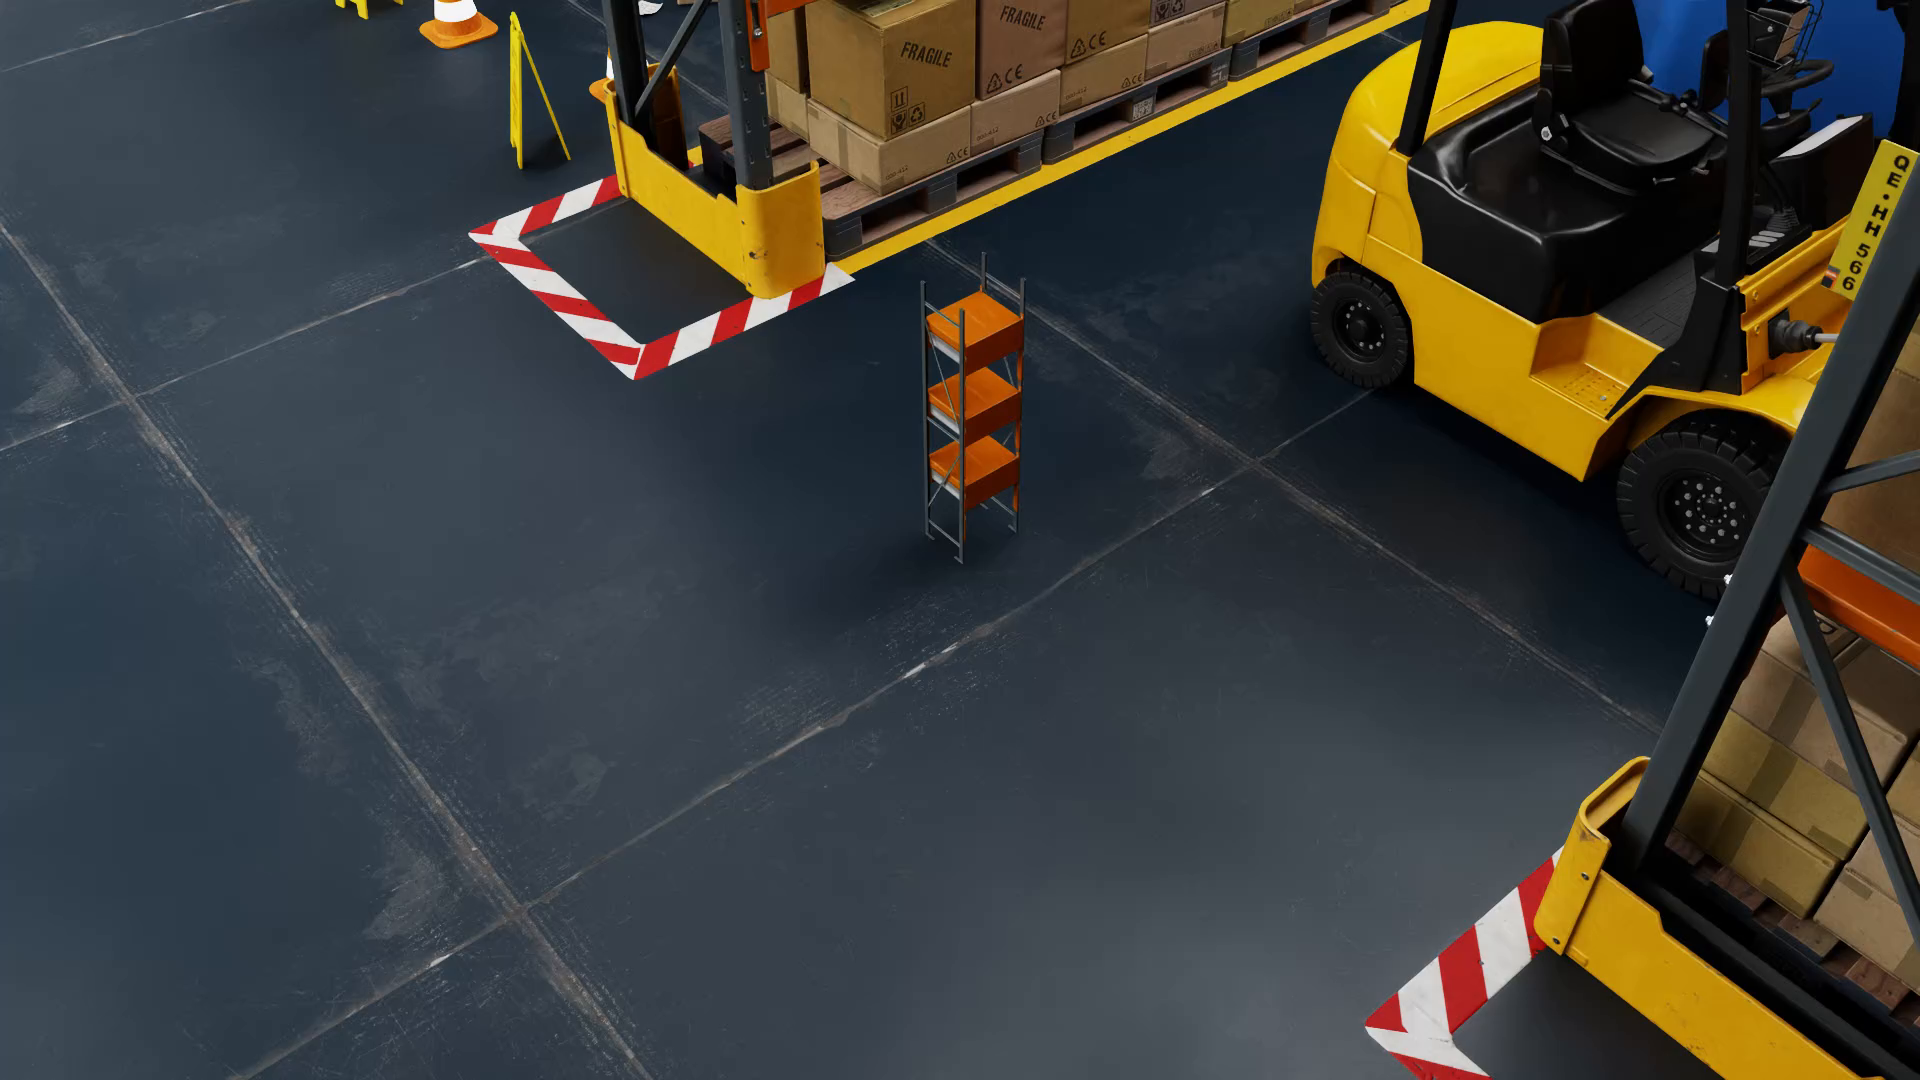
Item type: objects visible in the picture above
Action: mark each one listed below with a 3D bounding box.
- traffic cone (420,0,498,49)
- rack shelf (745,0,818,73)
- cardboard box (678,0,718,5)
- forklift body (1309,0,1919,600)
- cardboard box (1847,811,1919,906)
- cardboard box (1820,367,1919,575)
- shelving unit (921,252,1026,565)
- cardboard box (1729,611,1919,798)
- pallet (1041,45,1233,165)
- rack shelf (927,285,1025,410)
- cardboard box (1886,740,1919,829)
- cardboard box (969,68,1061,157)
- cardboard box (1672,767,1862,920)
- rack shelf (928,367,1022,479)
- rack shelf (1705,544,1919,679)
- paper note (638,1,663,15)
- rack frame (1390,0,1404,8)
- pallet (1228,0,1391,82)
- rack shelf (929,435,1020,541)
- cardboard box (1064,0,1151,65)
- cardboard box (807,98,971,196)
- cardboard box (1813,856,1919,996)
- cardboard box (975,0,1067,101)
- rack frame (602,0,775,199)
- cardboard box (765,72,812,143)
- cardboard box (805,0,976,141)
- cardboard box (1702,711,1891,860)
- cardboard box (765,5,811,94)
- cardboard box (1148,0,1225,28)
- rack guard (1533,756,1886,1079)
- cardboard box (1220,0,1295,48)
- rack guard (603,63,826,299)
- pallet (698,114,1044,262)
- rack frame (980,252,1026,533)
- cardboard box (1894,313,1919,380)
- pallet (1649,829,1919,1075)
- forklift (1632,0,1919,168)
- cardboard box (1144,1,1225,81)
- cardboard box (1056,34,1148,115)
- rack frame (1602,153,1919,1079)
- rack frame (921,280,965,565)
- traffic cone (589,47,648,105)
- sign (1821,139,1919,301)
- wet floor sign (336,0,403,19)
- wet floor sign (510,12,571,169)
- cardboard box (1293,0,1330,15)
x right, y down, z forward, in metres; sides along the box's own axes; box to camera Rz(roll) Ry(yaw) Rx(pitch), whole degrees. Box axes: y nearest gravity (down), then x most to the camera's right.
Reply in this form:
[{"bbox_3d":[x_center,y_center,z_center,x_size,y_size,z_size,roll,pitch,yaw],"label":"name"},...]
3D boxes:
[{"bbox_3d":[-2.570,-2.783,8.375,0.334,0.463,0.336,-30,51,-28],"label":"traffic cone"},{"bbox_3d":[0.435,-3.024,7.304,4.000,0.370,1.077,-30,51,-28],"label":"rack shelf"},{"bbox_3d":[-1.390,-3.005,8.841,0.250,0.149,0.380,-7,44,-7],"label":"cardboard box"},{"bbox_3d":[2.372,-1.284,5.547,1.214,2.155,2.313,-30,51,-28],"label":"forklift body"},{"bbox_3d":[2.582,0.767,4.079,0.500,0.250,0.500,-29,50,-27],"label":"cardboard box"},{"bbox_3d":[2.297,-0.193,3.692,0.500,0.500,0.500,-31,51,-29],"label":"cardboard box"},{"bbox_3d":[0.041,-0.406,5.416,0.252,1.050,0.215,-30,51,-28],"label":"shelving unit"},{"bbox_3d":[2.241,0.316,4.194,0.500,0.250,0.500,-28,50,-27],"label":"cardboard box"},{"bbox_3d":[0.540,-2.296,8.041,1.213,0.211,1.003,-30,51,-28],"label":"pallet"},{"bbox_3d":[0.041,-0.605,5.229,0.240,0.259,0.215,-30,51,-28],"label":"rack shelf"},{"bbox_3d":[2.578,0.570,3.923,0.500,0.250,0.500,-31,51,-28],"label":"cardboard box"},{"bbox_3d":[0.093,-1.988,7.377,0.500,0.250,0.500,-28,50,-27],"label":"cardboard box"},{"bbox_3d":[2.246,0.674,4.543,0.500,0.250,0.500,-29,51,-28],"label":"cardboard box"},{"bbox_3d":[0.041,-0.399,5.423,0.240,0.259,0.215,-30,51,-28],"label":"rack shelf"},{"bbox_3d":[3.622,-0.419,4.531,4.000,0.370,1.077,-30,51,-28],"label":"rack shelf"},{"bbox_3d":[-1.651,-2.786,8.694,0.148,0.019,0.142,22,47,21],"label":"paper note"},{"bbox_3d":[1.969,-4.165,7.993,0.127,3.000,1.000,-30,51,-28],"label":"rack frame"},{"bbox_3d":[1.477,-2.835,8.614,1.213,0.211,1.003,-30,51,-28],"label":"pallet"},{"bbox_3d":[0.041,-0.196,5.613,0.240,0.259,0.215,-30,51,-28],"label":"rack shelf"},{"bbox_3d":[0.503,-2.500,7.375,0.500,0.500,0.500,-29,50,-27],"label":"cardboard box"},{"bbox_3d":[-0.303,-1.768,7.143,0.500,0.250,0.500,-30,51,-28],"label":"cardboard box"},{"bbox_3d":[2.591,0.933,4.267,0.500,0.250,0.500,-30,51,-28],"label":"cardboard box"},{"bbox_3d":[0.113,-2.284,7.145,0.500,0.500,0.500,-32,52,-29],"label":"cardboard box"},{"bbox_3d":[-1.099,-2.408,6.123,0.127,3.000,1.000,-30,51,-28],"label":"rack frame"},{"bbox_3d":[-0.633,-2.065,7.460,0.500,0.250,0.500,-30,51,-28],"label":"cardboard box"},{"bbox_3d":[-0.285,-2.052,6.898,0.500,0.500,0.500,-32,52,-29],"label":"cardboard box"},{"bbox_3d":[2.261,0.486,4.378,0.500,0.250,0.500,-30,51,-28],"label":"cardboard box"},{"bbox_3d":[-0.652,-2.321,7.184,0.500,0.500,0.500,-29,51,-28],"label":"cardboard box"},{"bbox_3d":[0.908,-2.739,7.629,0.500,0.500,0.500,-27,50,-26],"label":"cardboard box"},{"bbox_3d":[2.070,1.119,4.194,0.348,0.500,1.175,-30,51,-28],"label":"rack guard"},{"bbox_3d":[1.286,-2.676,8.109,0.500,0.250,0.500,-31,51,-29],"label":"cardboard box"},{"bbox_3d":[-1.041,-1.530,7.014,0.348,0.500,1.175,-30,51,-28],"label":"rack guard"},{"bbox_3d":[-0.395,-1.763,7.473,1.213,0.211,1.003,-30,51,-28],"label":"pallet"},{"bbox_3d":[0.135,-0.460,5.473,0.008,1.050,0.200,-30,51,-28],"label":"rack frame"},{"bbox_3d":[2.175,-0.375,3.412,0.250,0.149,0.380,-29,50,-27],"label":"cardboard box"},{"bbox_3d":[2.648,0.856,4.685,1.213,0.211,1.003,-30,51,-28],"label":"pallet"},{"bbox_3d":[4.508,-2.862,6.657,3.031,2.935,1.130,7,44,7],"label":"forklift"},{"bbox_3d":[0.893,-2.455,7.874,0.500,0.250,0.500,-29,50,-27],"label":"cardboard box"},{"bbox_3d":[0.504,-2.234,7.640,0.500,0.250,0.500,-26,49,-25],"label":"cardboard box"},{"bbox_3d":[2.088,0.197,3.349,0.127,3.000,1.000,-30,51,-28],"label":"rack frame"},{"bbox_3d":[-0.053,-0.353,5.359,0.008,1.050,0.200,-30,51,-28],"label":"rack frame"},{"bbox_3d":[-1.597,-2.349,7.914,0.334,0.463,0.336,-30,51,-28],"label":"traffic cone"},{"bbox_3d":[1.751,-0.602,3.182,0.005,0.325,0.100,-30,51,-28],"label":"sign"},{"bbox_3d":[-3.104,-3.052,8.528,0.267,0.644,0.232,30,51,28],"label":"wet floor sign"},{"bbox_3d":[-1.931,-2.028,7.438,0.232,0.644,0.267,-14,45,-14],"label":"wet floor sign"},{"bbox_3d":[1.688,-2.915,8.364,0.500,0.250,0.500,-28,50,-26],"label":"cardboard box"}]
